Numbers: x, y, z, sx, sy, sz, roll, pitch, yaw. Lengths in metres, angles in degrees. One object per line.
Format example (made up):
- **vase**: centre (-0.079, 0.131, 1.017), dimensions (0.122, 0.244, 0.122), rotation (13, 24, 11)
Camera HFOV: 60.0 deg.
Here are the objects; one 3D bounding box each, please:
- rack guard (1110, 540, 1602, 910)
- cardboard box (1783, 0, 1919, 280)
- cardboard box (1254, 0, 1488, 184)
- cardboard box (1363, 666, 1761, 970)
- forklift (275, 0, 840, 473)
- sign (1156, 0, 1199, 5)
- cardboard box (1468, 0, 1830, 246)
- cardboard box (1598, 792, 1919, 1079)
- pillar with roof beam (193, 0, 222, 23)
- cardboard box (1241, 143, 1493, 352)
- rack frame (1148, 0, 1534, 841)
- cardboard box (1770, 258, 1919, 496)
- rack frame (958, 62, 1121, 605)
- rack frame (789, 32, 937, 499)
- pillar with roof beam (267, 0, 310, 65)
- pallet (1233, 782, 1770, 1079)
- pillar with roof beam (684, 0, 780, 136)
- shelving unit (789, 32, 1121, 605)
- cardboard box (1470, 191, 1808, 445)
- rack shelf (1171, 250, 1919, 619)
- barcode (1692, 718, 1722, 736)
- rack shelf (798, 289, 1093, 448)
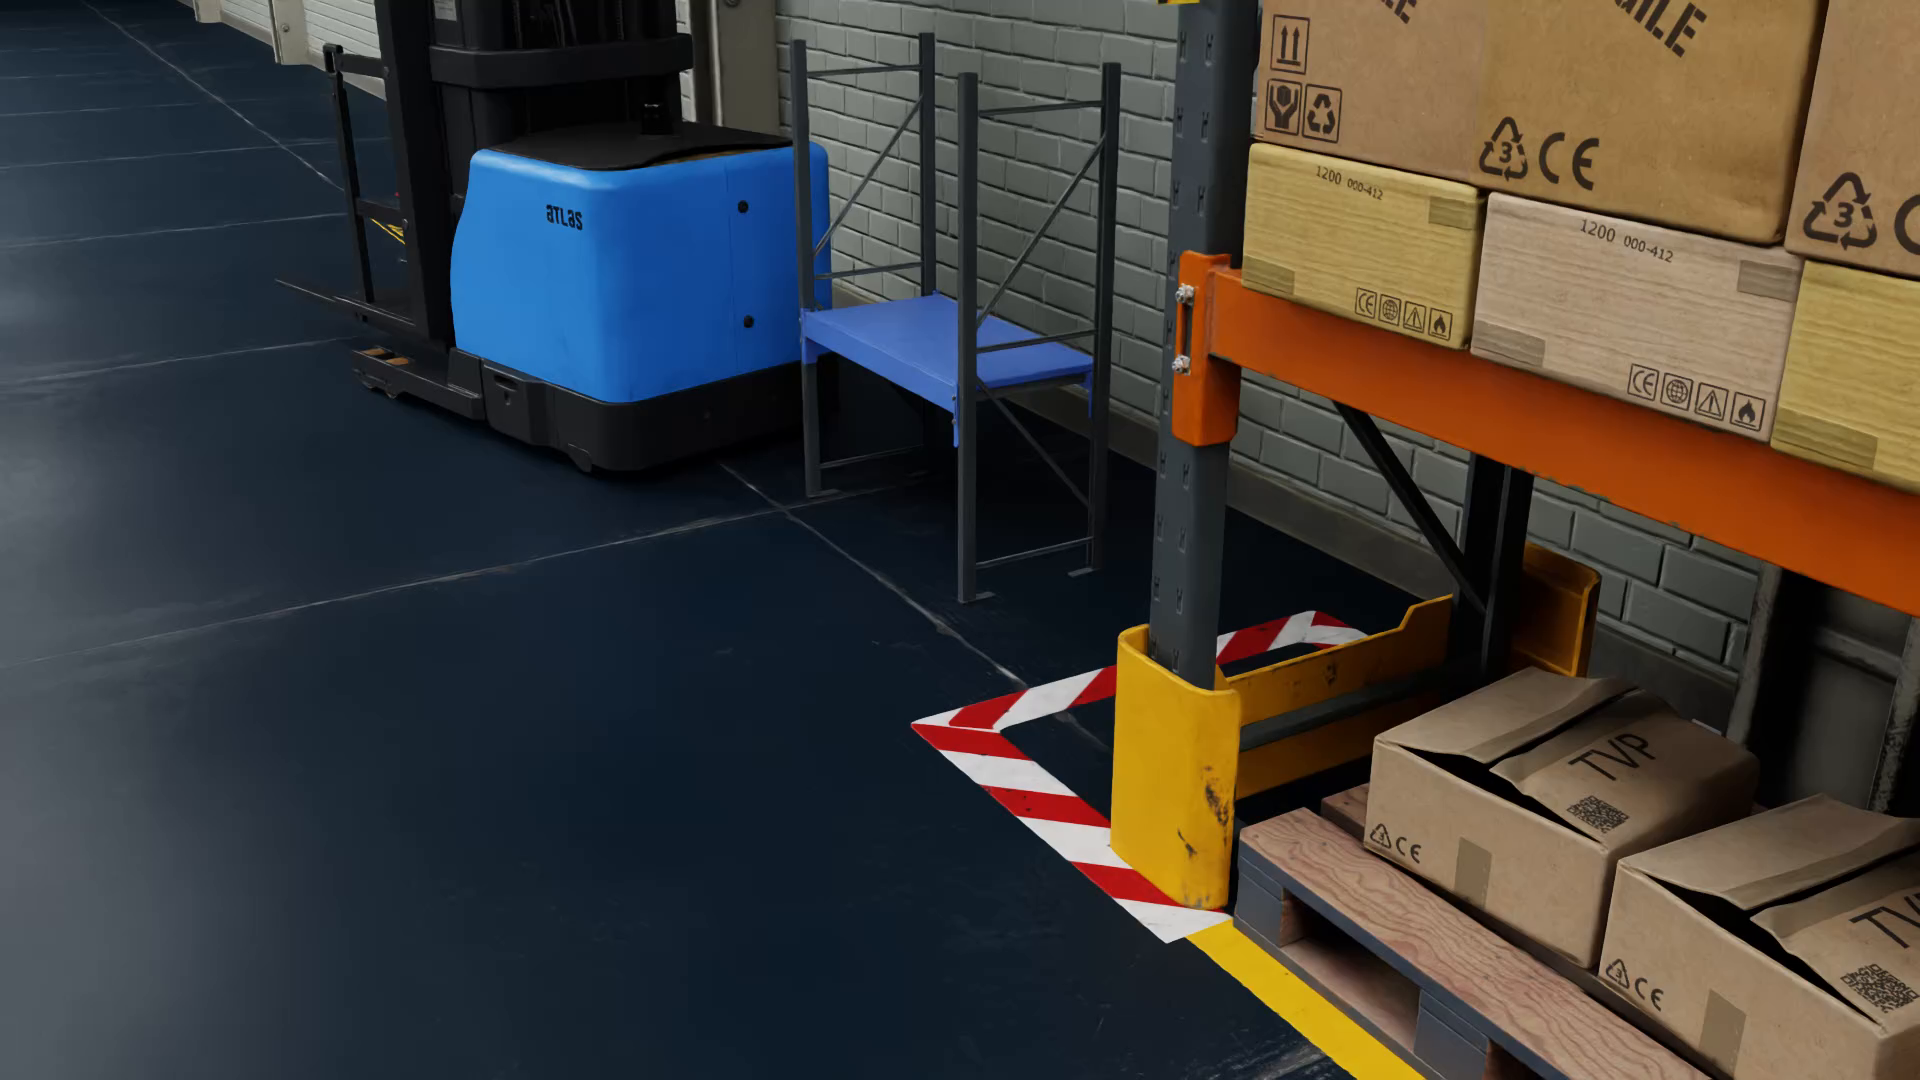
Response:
- **rack guard**: centre (0.896, 0.374, 3.728), dimensions (1.175, 0.500, 0.348), rotation (-13, 25, -28)
- **cardboard box**: centre (1.345, -0.553, 1.866), dimensions (0.500, 0.500, 0.500), rotation (-14, 26, -30)
- **cardboard box**: centre (0.843, -0.884, 2.678), dimensions (0.500, 0.500, 0.500), rotation (-13, 25, -28)
- **cardboard box**: centre (1.133, 0.474, 3.147), dimensions (0.500, 0.311, 0.500), rotation (-16, 27, -34)
- **forklift**: centre (-1.860, -2.050, 6.464), dimensions (3.031, 2.935, 1.130), rotation (20, 30, 41)
- **sign**: centre (0.391, -1.105, 2.898), dimensions (0.100, 0.325, 0.005), rotation (-13, 25, -28)
- **cardboard box**: centre (1.087, -0.722, 2.280), dimensions (0.500, 0.500, 0.500), rotation (-13, 25, -28)
- **cardboard box**: centre (1.424, 0.659, 2.693), dimensions (0.500, 0.311, 0.500), rotation (-10, 24, -24)
- **pillar with roof beam**: centre (-14.002, -10.469, 19.117), dimensions (9.100, 9.000, 0.400), rotation (-13, 25, -28)
- **cardboard box**: centre (0.833, -0.529, 2.803), dimensions (0.500, 0.250, 0.500), rotation (-13, 26, -30)
- **rack frame**: centre (0.857, -0.809, 3.318), dimensions (1.000, 3.000, 0.127), rotation (-13, 25, -28)
- **cardboard box**: centre (1.366, -0.198, 1.988), dimensions (0.500, 0.250, 0.500), rotation (-13, 26, -29)
- **rack frame**: centre (0.216, -0.558, 4.692), dimensions (0.500, 1.500, 0.032), rotation (-13, 25, -28)
- **rack frame**: centre (-0.303, -0.887, 5.502), dimensions (0.500, 1.500, 0.032), rotation (-13, 25, -28)
- **pillar with roof beam**: centre (-10.937, -8.526, 14.338), dimensions (9.100, 9.000, 0.400), rotation (-13, 25, -28)
- **pallet**: centre (1.281, 0.777, 3.118), dimensions (1.003, 0.211, 1.213), rotation (-13, 25, -28)
- **pillar with roof beam**: centre (-4.808, -4.642, 4.781), dimensions (9.100, 9.000, 0.400), rotation (-13, 25, -28)
- **shelving unit**: centre (-0.044, -0.722, 5.097), dimensions (0.538, 1.500, 1.048), rotation (-13, 25, -28)
- **cardboard box**: centre (1.111, -0.364, 2.396), dimensions (0.500, 0.250, 0.500), rotation (-13, 26, -30)
- **rack shelf**: centre (1.879, 0.172, 1.860), dimensions (1.077, 0.370, 4.000), rotation (-13, 25, -28)
- **barcode**: centre (1.486, 0.399, 3.321), dimensions (0.001, 0.075, 0.075), rotation (-13, 25, -28)
- **rack shelf**: centre (-0.044, -0.556, 5.165), dimensions (0.538, 0.185, 1.000), rotation (-13, 25, -28)
